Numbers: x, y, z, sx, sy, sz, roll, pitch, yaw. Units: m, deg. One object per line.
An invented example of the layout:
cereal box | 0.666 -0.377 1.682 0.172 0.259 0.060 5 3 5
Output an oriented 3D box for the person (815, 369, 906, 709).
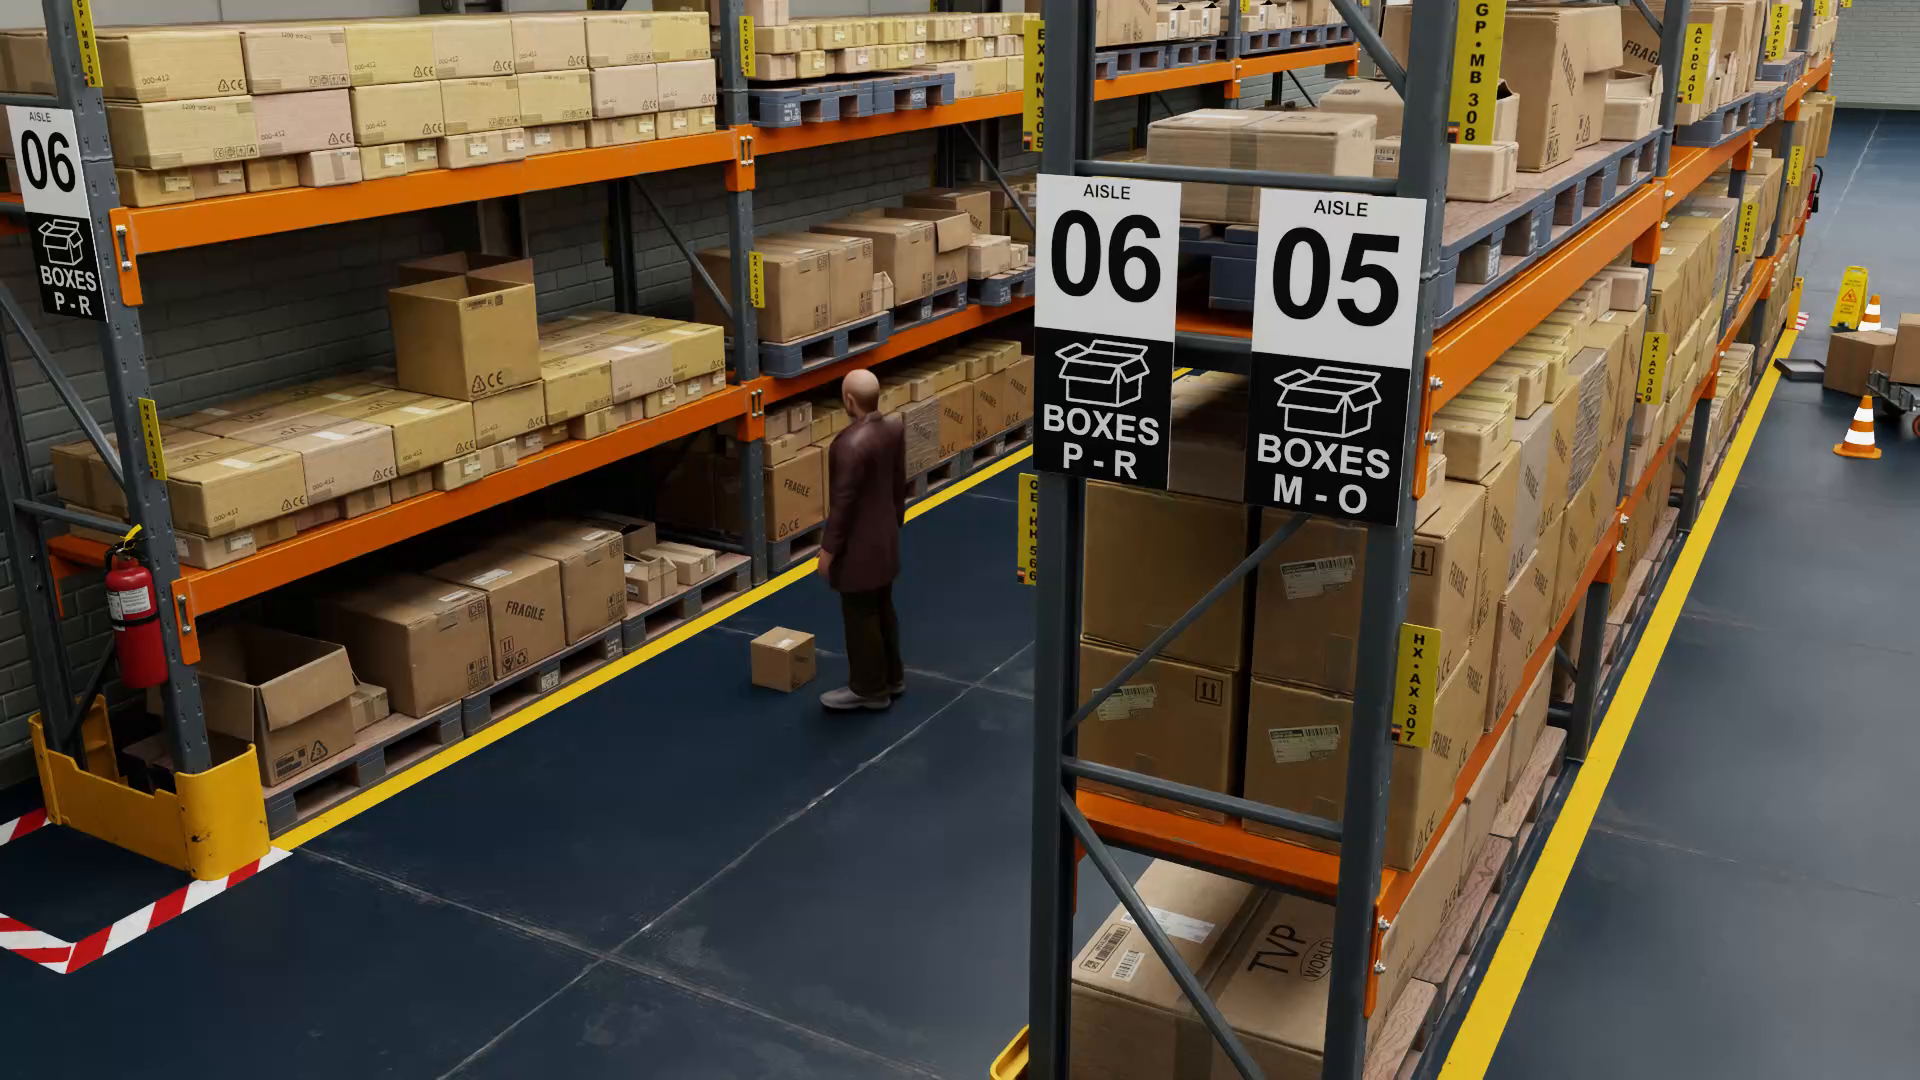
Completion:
person | -0.509 -0.006 8.540 0.373 1.783 0.601 8 21 22
